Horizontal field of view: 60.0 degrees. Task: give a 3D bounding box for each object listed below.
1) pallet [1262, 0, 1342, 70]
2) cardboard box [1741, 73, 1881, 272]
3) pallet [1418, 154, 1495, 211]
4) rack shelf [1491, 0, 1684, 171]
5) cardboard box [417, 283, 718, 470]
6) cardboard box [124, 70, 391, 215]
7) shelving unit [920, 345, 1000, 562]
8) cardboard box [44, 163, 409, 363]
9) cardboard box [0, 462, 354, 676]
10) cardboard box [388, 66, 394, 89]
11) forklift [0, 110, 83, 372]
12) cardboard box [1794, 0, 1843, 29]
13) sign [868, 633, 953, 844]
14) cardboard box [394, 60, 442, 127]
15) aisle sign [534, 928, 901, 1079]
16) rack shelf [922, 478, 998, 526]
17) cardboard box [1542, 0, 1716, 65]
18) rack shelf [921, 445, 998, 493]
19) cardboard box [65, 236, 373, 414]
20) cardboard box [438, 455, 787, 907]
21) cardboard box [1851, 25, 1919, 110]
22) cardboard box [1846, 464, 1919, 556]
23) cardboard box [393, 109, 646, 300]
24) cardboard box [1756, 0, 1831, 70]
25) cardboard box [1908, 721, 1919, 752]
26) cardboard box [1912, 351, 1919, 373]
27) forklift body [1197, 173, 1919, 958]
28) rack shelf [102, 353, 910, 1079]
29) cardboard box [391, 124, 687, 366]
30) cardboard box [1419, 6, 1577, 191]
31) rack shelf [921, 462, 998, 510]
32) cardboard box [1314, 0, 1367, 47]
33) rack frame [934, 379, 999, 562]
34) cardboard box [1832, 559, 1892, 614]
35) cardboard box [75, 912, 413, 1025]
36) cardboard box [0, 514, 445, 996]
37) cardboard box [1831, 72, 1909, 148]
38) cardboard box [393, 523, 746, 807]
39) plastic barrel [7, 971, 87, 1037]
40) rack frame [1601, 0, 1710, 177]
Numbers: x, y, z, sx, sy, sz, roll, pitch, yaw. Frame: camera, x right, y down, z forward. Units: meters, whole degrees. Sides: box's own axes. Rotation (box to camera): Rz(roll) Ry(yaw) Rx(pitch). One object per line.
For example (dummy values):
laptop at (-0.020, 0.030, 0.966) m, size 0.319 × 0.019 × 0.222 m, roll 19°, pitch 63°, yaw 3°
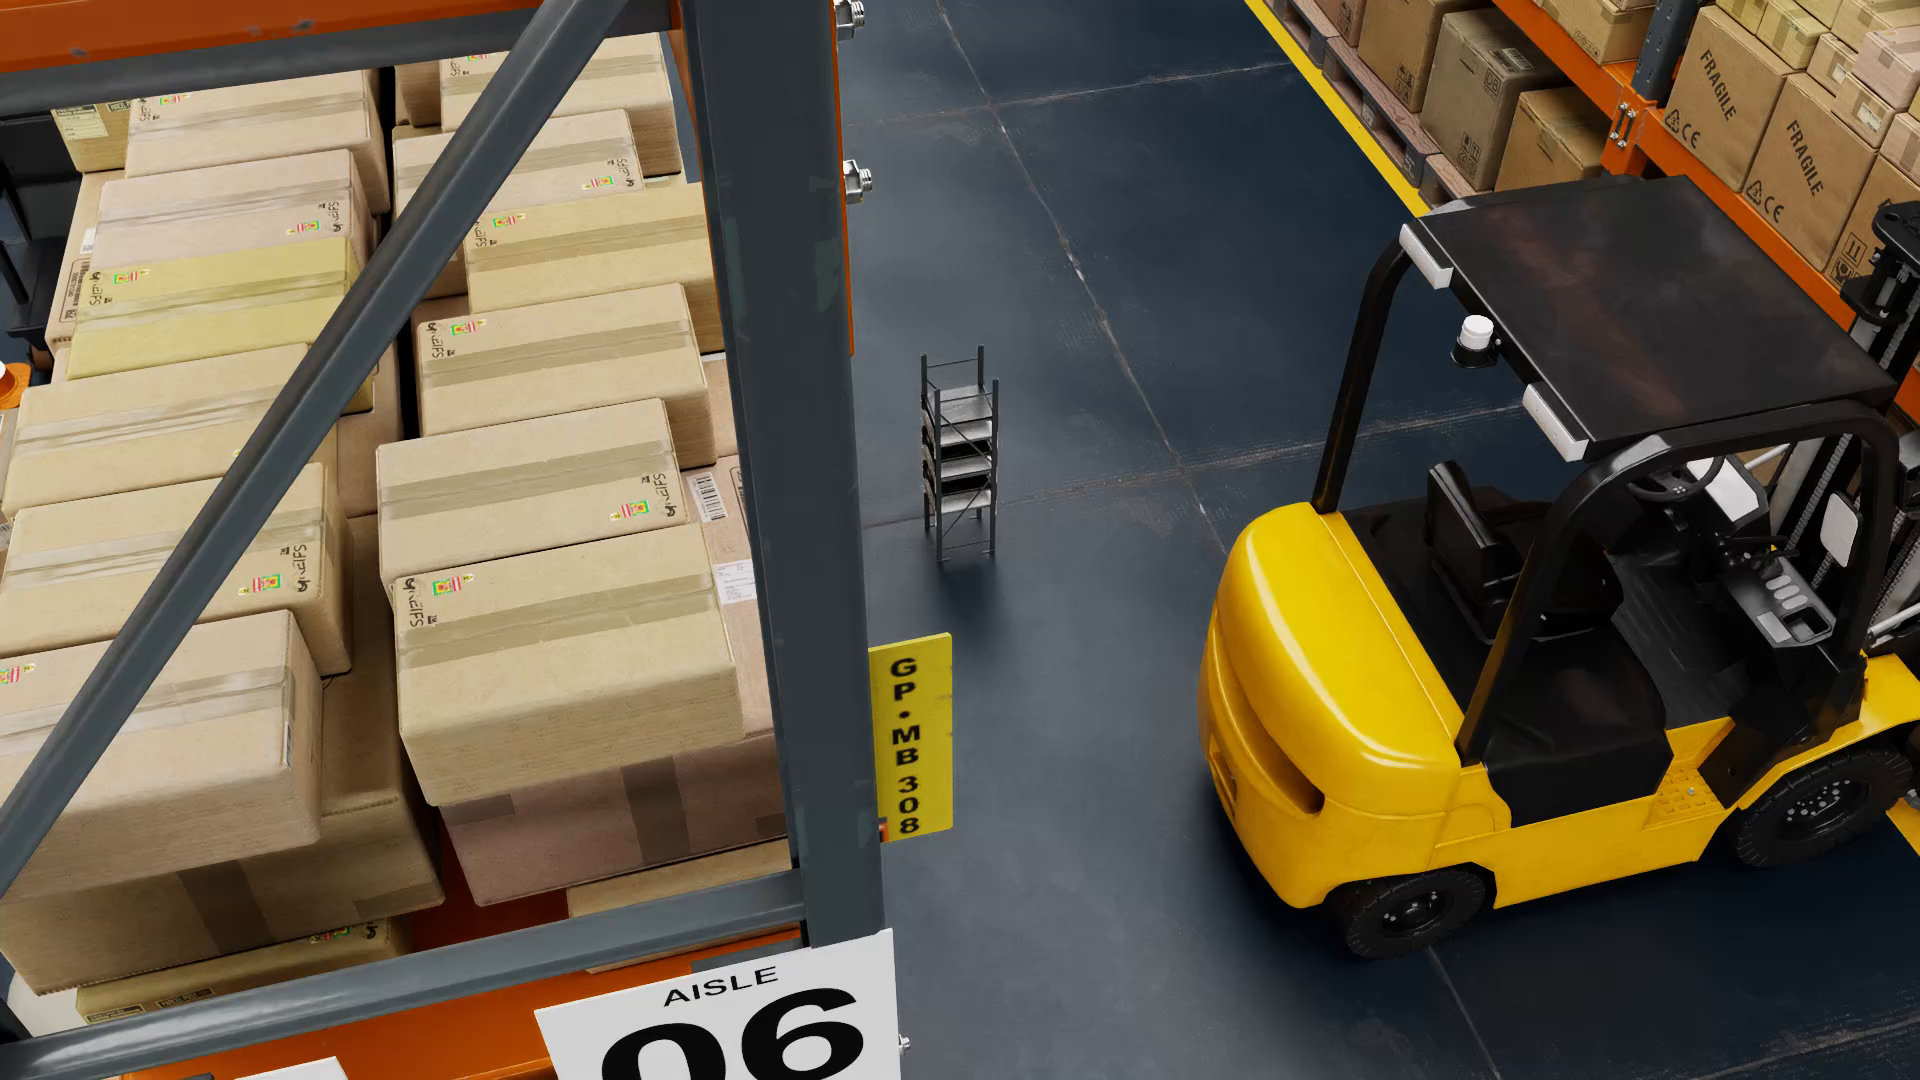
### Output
pallet at (2.341, -3.212, 9.750) m, size 1.003 × 0.211 × 1.213 m, roll -11°, pitch 47°, yaw -10°
cardboard box at (3.202, -1.327, 5.880) m, size 0.500 × 0.500 × 0.500 m, roll -10°, pitch 46°, yaw -10°
pallet at (2.966, -1.528, 8.100) m, size 1.003 × 0.211 × 1.213 m, roll -11°, pitch 47°, yaw -10°
rack shelf at (2.680, -3.131, 8.222) m, size 1.077 × 0.370 × 4.000 m, roll -11°, pitch 47°, yaw -10°
cardboard box at (-0.560, -0.209, 2.372) m, size 0.380 × 0.149 × 0.250 m, roll -11°, pitch 47°, yaw -10°
cardboard box at (-1.178, -0.649, 2.803) m, size 0.380 × 0.149 × 0.250 m, roll -12°, pitch 47°, yaw -11°
shelving unit at (-0.002, -0.321, 6.434) m, size 0.258 × 0.900 × 0.210 m, roll -11°, pitch 47°, yaw -10°
cardboard box at (-1.238, -0.441, 2.878) m, size 0.500 × 0.250 × 0.500 m, roll -10°, pitch 46°, yaw -9°
cardboard box at (-0.982, 0.064, 2.105) m, size 0.380 × 0.149 × 0.250 m, roll -10°, pitch 46°, yaw -10°
cardboard box at (-1.501, -1.137, 3.561) m, size 0.500 × 0.250 × 0.500 m, roll -10°, pitch 46°, yaw -10°
forklift at (-3.682, -2.091, 6.747) m, size 1.130 × 2.935 × 3.031 m, roll -10°, pitch 46°, yaw -10°
cardboard box at (3.158, -1.933, 5.812) m, size 0.380 × 0.149 × 0.250 m, roll -10°, pitch 46°, yaw -10°
sign at (-0.057, 0.214, 1.728) m, size 0.100 × 0.325 × 0.005 m, roll -11°, pitch 47°, yaw -10°
cardboard box at (-0.835, -0.911, 3.060) m, size 0.380 × 0.149 × 0.250 m, roll -10°, pitch 46°, yaw -9°
aisle sign at (-0.266, 0.746, 2.099) m, size 0.394 × 0.787 × 0.004 m, roll -11°, pitch 47°, yaw -10°
rack shelf at (-0.002, -0.171, 6.586) m, size 0.258 × 0.077 × 0.200 m, roll -11°, pitch 47°, yaw -10°
cardboard box at (2.810, -2.250, 6.960) m, size 0.500 × 0.250 × 0.500 m, roll -10°, pitch 46°, yaw -9°
rack shelf at (-0.002, -0.297, 6.458) m, size 0.258 × 0.077 × 0.200 m, roll -11°, pitch 47°, yaw -10°
cardboard box at (-1.081, -0.294, 2.455) m, size 0.380 × 0.149 × 0.250 m, roll -10°, pitch 46°, yaw -10°
cardboard box at (-0.453, 0.172, 2.278) m, size 0.500 × 0.250 × 0.500 m, roll -11°, pitch 47°, yaw -11°
cardboard box at (3.182, -1.559, 5.445) m, size 0.380 × 0.149 × 0.250 m, roll -10°, pitch 46°, yaw -9°
cardboard box at (3.399, -0.085, 5.665) m, size 0.500 × 0.250 × 0.500 m, roll -12°, pitch 47°, yaw -11°
cardboard box at (-0.708, -0.550, 2.706) m, size 0.380 × 0.149 × 0.250 m, roll -11°, pitch 47°, yaw -11°
cardboard box at (3.087, -1.818, 5.907) m, size 0.380 × 0.149 × 0.250 m, roll -10°, pitch 46°, yaw -9°
cardboard box at (3.553, 0.616, 5.677) m, size 0.500 × 0.250 × 0.500 m, roll -10°, pitch 46°, yaw -10°
cardboard box at (3.441, -0.626, 5.193) m, size 0.500 × 0.500 × 0.500 m, roll -10°, pitch 46°, yaw -10°
forklift body at (1.967, 0.081, 5.165) m, size 2.313 × 2.155 × 1.214 m, roll -11°, pitch 47°, yaw -10°
rack shelf at (-1.093, -0.510, 3.553) m, size 1.077 × 0.370 × 4.000 m, roll -11°, pitch 47°, yaw -10°
cardboard box at (-0.728, -0.530, 2.965) m, size 0.500 × 0.250 × 0.500 m, roll -9°, pitch 46°, yaw -9°
cardboard box at (2.856, -2.214, 8.188) m, size 0.875 × 0.625 × 0.625 m, roll -11°, pitch 47°, yaw -11°
rack shelf at (-0.002, -0.234, 6.522) m, size 0.258 × 0.077 × 0.200 m, roll -11°, pitch 47°, yaw -10°
cardboard box at (2.489, -3.197, 9.152) m, size 0.875 × 0.625 × 0.625 m, roll -9°, pitch 46°, yaw -9°
rack frame at (0.024, -0.250, 6.365) m, size 0.240 × 0.900 × 0.006 m, roll -11°, pitch 47°, yaw -10°
cardboard box at (3.394, 0.074, 5.858) m, size 0.500 × 0.250 × 0.500 m, roll -11°, pitch 47°, yaw -10°
cardboard box at (-0.943, 0.512, 2.223) m, size 0.380 × 0.149 × 0.250 m, roll -11°, pitch 47°, yaw -10°
cardboard box at (-0.973, 0.264, 2.188) m, size 0.500 × 0.250 × 0.500 m, roll -11°, pitch 47°, yaw -11°
cardboard box at (3.172, -1.459, 5.555) m, size 0.380 × 0.149 × 0.250 m, roll -10°, pitch 46°, yaw -9°
cardboard box at (-0.475, 0.146, 2.024) m, size 0.380 × 0.149 × 0.250 m, roll -11°, pitch 47°, yaw -11°
plastic barrel at (-2.574, 1.422, 5.060) m, size 0.512 × 0.421 × 0.421 m, roll 19°, pitch 48°, yaw 17°
rack frame at (3.192, -2.002, 6.612) m, size 1.000 × 3.000 × 0.127 m, roll -11°, pitch 47°, yaw -10°
